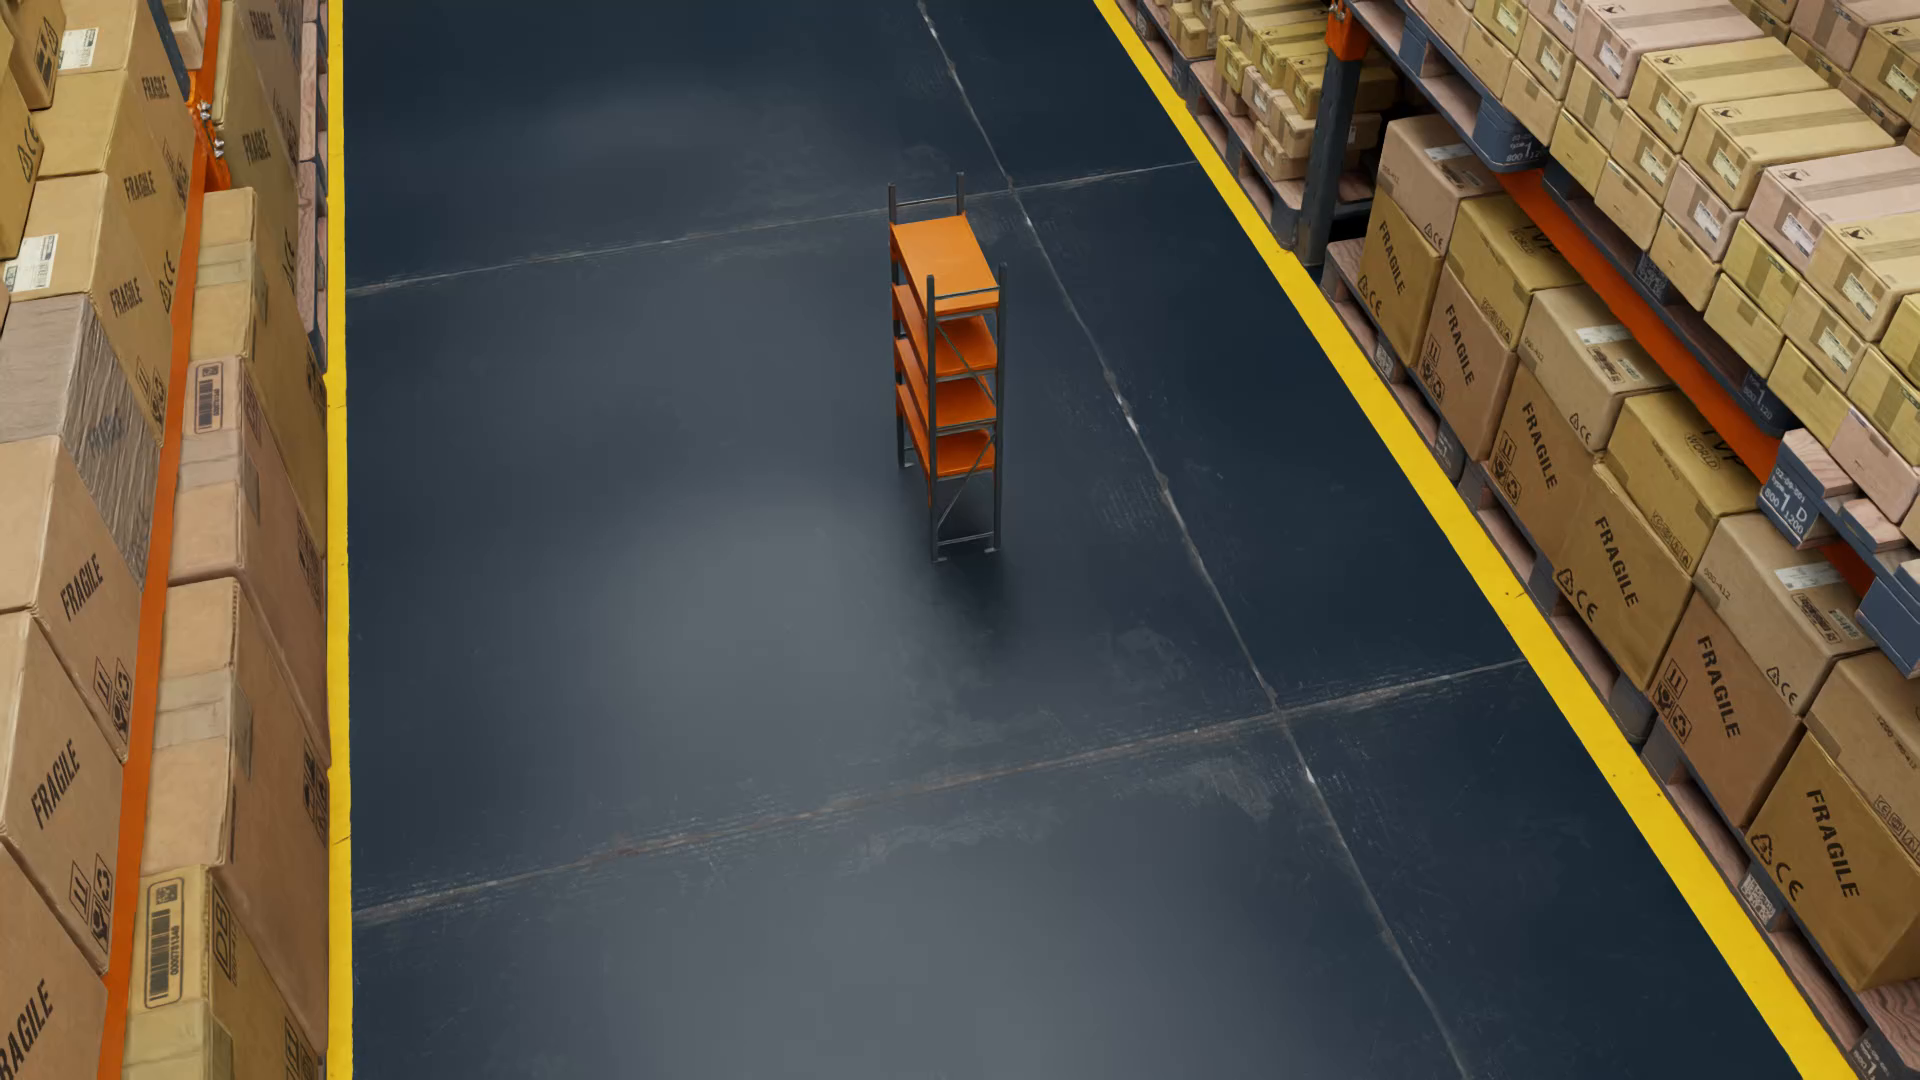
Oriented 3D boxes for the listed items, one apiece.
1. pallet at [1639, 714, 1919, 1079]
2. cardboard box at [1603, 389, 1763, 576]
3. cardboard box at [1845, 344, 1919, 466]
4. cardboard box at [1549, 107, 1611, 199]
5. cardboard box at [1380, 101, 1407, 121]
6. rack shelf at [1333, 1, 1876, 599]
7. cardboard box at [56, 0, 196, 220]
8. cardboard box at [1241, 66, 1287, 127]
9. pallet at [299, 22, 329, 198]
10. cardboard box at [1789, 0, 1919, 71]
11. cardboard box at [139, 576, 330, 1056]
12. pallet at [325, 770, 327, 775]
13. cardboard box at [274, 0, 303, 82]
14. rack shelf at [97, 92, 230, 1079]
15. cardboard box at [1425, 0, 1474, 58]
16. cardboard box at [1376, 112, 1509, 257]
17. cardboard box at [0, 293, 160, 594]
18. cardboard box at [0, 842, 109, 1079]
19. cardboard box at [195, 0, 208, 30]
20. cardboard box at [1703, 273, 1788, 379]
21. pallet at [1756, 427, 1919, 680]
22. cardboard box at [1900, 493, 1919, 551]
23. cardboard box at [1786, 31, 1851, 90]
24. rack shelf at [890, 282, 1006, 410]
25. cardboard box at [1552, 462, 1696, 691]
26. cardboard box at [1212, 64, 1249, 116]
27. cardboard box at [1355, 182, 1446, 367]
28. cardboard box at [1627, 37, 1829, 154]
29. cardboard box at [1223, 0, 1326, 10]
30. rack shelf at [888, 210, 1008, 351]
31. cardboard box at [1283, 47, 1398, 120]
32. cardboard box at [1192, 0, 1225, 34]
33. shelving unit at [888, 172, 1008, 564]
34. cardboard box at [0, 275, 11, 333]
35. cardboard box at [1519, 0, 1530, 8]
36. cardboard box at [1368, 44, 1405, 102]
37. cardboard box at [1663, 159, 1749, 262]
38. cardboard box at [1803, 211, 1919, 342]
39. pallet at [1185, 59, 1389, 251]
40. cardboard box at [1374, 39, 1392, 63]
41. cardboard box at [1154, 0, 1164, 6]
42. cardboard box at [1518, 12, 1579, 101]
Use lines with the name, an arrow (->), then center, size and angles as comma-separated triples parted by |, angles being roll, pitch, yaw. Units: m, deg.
pallet -> 2.710, 0.899, 4.721 | 1.003, 0.211, 1.213 | -11, 47, -10
cardboard box -> 2.225, -0.197, 4.773 | 0.500, 0.250, 0.500 | -10, 46, -9
cardboard box -> 2.202, -0.323, 3.640 | 0.380, 0.149, 0.250 | -10, 46, -9
cardboard box -> 1.880, -1.101, 4.611 | 0.380, 0.149, 0.250 | -11, 47, -11
cardboard box -> 2.034, -1.942, 7.255 | 0.380, 0.149, 0.250 | -9, 46, -9
rack shelf -> 2.396, -0.666, 4.806 | 1.077, 0.370, 4.000 | -11, 47, -10
cardboard box -> -2.552, -1.224, 4.779 | 0.500, 0.500, 0.500 | -11, 47, -10
cardboard box -> 1.415, -1.896, 7.002 | 0.380, 0.149, 0.250 | -13, 47, -12
pallet -> -3.371, -1.869, 7.434 | 1.003, 0.211, 1.213 | -11, 47, -10
cardboard box -> 2.509, -1.425, 4.511 | 0.380, 0.149, 0.250 | -13, 47, -12
cardboard box -> -2.289, 0.799, 4.060 | 1.225, 0.875, 0.875 | -11, 47, -10
pallet -> -2.350, 0.877, 4.743 | 1.003, 0.211, 1.213 | -11, 47, -10
cardboard box -> -3.486, -2.571, 7.363 | 0.875, 0.875, 0.875 | -11, 47, -10
rack shelf -> -2.424, 0.171, 3.986 | 1.077, 0.370, 4.000 | -11, 47, -10
cardboard box -> 1.678, -1.638, 5.137 | 0.380, 0.149, 0.250 | -10, 46, -10
cardboard box -> 1.818, -1.275, 5.830 | 0.500, 0.250, 0.500 | -13, 47, -12
cardboard box -> -2.168, -0.175, 3.751 | 0.500, 0.500, 0.500 | -11, 47, -10
cardboard box -> -1.773, 0.880, 2.718 | 0.500, 0.500, 0.500 | -9, 46, -9
cardboard box -> -2.758, -1.820, 5.610 | 0.380, 0.149, 0.250 | -12, 47, -12
cardboard box -> 2.079, -0.560, 4.081 | 0.380, 0.149, 0.250 | -13, 47, -12
pallet -> 2.623, 0.057, 3.728 | 1.213, 0.211, 1.003 | -11, 47, -10
cardboard box -> 2.276, -0.025, 3.556 | 0.380, 0.149, 0.250 | -11, 47, -10
cardboard box -> 2.518, -1.314, 4.611 | 0.380, 0.149, 0.250 | -11, 47, -10
rack shelf -> -0.042, -0.644, 5.322 | 0.258, 0.148, 0.480 | -11, 47, -10
cardboard box -> 2.207, 0.063, 5.044 | 0.500, 0.500, 0.500 | -13, 47, -12
cardboard box -> 1.339, -2.022, 7.333 | 0.380, 0.149, 0.250 | -12, 47, -12
cardboard box -> 1.817, -1.012, 6.098 | 0.500, 0.500, 0.500 | -9, 46, -9
cardboard box -> 1.945, -1.132, 4.225 | 0.380, 0.149, 0.250 | -9, 46, -9
cardboard box -> 1.376, -2.387, 7.275 | 0.380, 0.149, 0.250 | -9, 46, -9
rack shelf -> -0.042, -0.809, 5.153 | 0.258, 0.148, 0.480 | -11, 47, -10
cardboard box -> 1.542, -1.854, 6.753 | 0.380, 0.149, 0.250 | -9, 46, -9
cardboard box -> 1.276, -2.441, 7.536 | 0.380, 0.149, 0.250 | -10, 46, -9
shelving unit -> -0.042, -0.534, 5.433 | 0.258, 1.200, 0.503 | -11, 47, -10
cardboard box -> -2.426, -0.506, 3.374 | 0.797, 0.503, 0.637 | -9, 46, -9
cardboard box -> 1.743, -1.668, 4.750 | 0.380, 0.149, 0.250 | -11, 47, -11
cardboard box -> 1.949, -2.019, 7.122 | 0.380, 0.149, 0.250 | -10, 46, -10
cardboard box -> 2.010, -0.848, 4.155 | 0.380, 0.149, 0.250 | -10, 46, -9
cardboard box -> 2.139, -0.597, 3.701 | 0.380, 0.149, 0.250 | -9, 46, -9
pallet -> 1.678, -1.780, 7.347 | 1.003, 0.211, 1.213 | -11, 47, -10
cardboard box -> 1.983, -2.133, 7.026 | 0.380, 0.149, 0.250 | -9, 46, -8
cardboard box -> 1.094, -2.724, 8.021 | 0.380, 0.149, 0.250 | -11, 47, -10
cardboard box -> 1.814, -1.384, 4.680 | 0.380, 0.149, 0.250 | -9, 46, -9
